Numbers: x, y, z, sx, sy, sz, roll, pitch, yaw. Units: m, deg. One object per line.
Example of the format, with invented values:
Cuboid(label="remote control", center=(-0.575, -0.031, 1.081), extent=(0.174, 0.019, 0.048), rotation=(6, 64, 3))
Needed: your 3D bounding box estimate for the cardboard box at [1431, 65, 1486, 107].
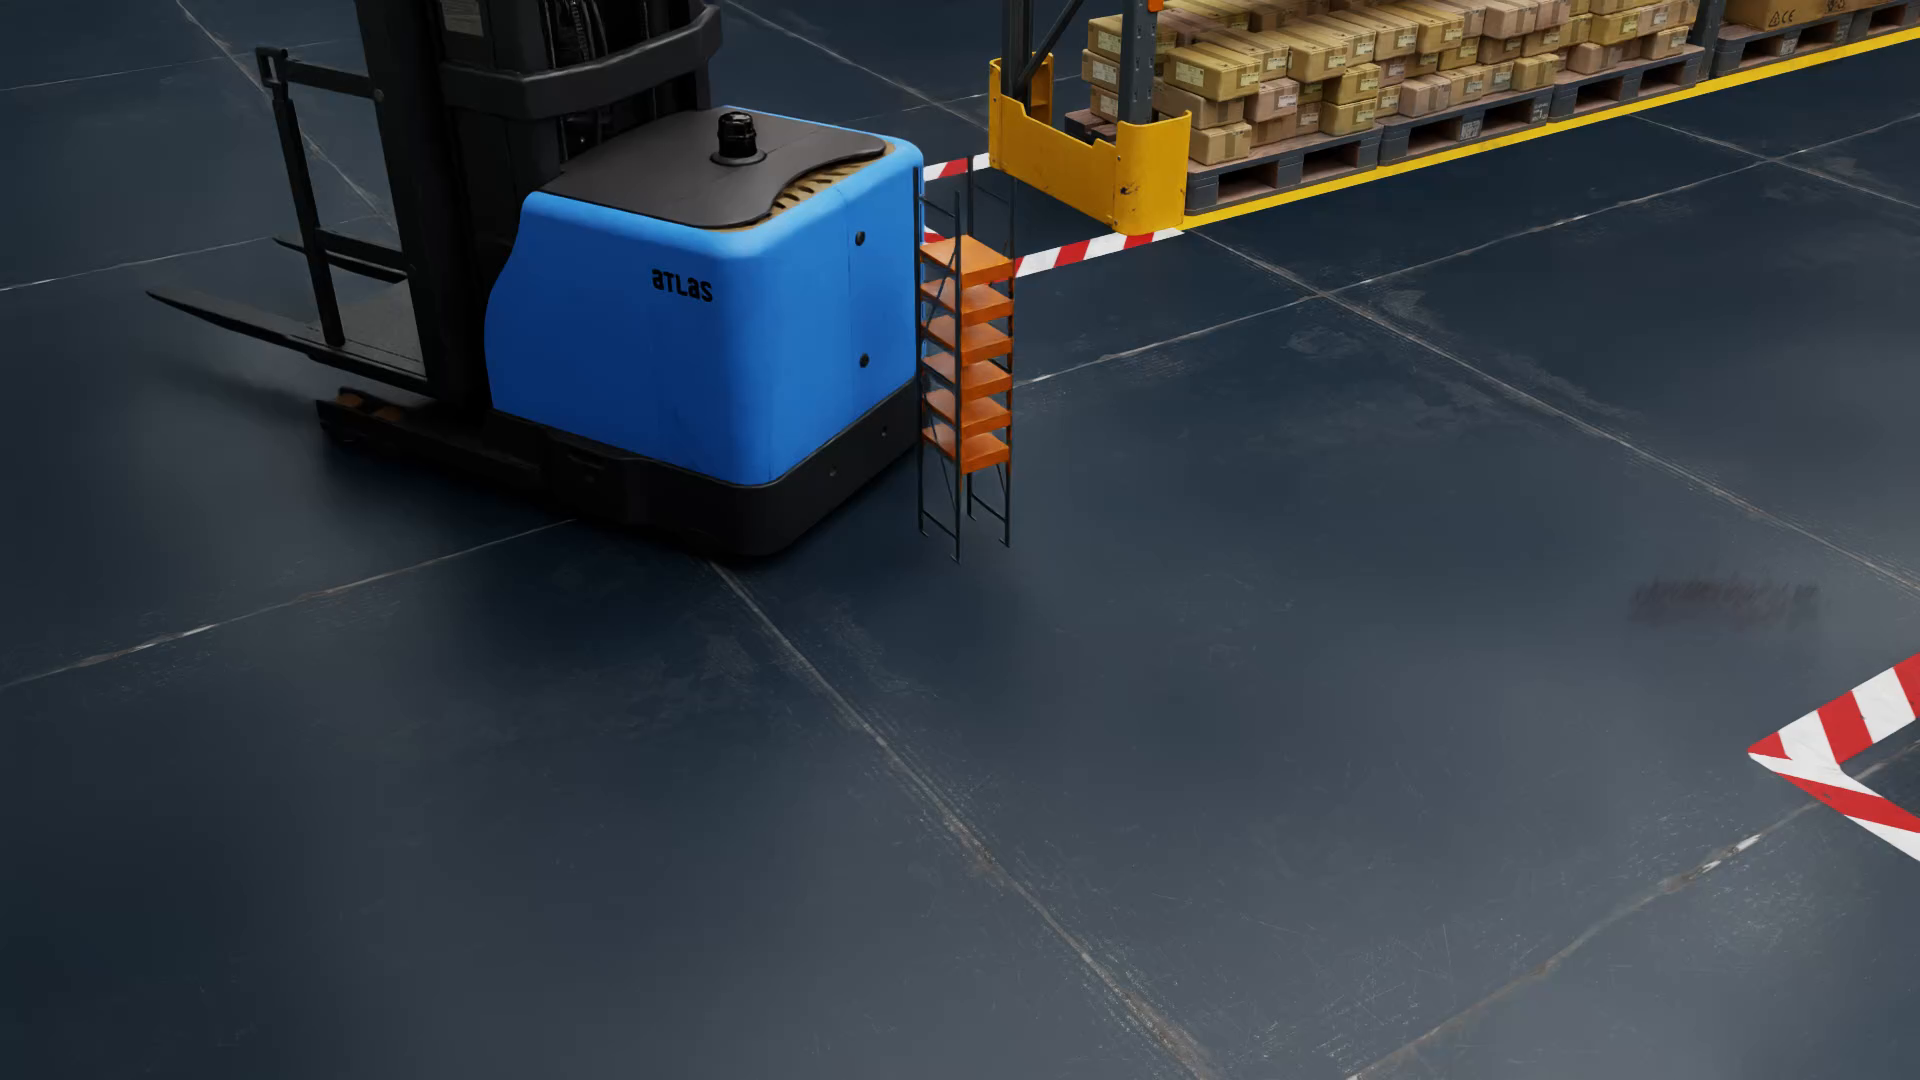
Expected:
Cuboid(label="cardboard box", center=(2.420, -2.328, 8.407), extent=(0.250, 0.149, 0.380), rotation=(-19, 37, -27))

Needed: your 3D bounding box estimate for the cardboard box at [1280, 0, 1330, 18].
Cuboid(label="cardboard box", center=(1.659, -2.713, 8.460), extent=(0.250, 0.149, 0.380), rotation=(-18, 36, -26))

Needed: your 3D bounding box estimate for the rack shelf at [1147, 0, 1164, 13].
Cuboid(label="rack shelf", center=(2.194, -3.169, 8.136), extent=(4.000, 0.370, 1.077), rotation=(-19, 37, -27))

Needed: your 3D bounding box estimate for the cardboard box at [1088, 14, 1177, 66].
Cuboid(label="cardboard box", center=(0.821, -2.385, 7.941), extent=(0.250, 0.149, 0.380), rotation=(-19, 37, -27))

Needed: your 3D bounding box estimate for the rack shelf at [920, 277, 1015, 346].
Cuboid(label="rack shelf", center=(0.012, -0.677, 4.832), extent=(0.180, 0.103, 0.258), rotation=(-19, 37, -27))

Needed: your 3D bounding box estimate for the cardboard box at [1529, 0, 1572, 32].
Cuboid(label="cardboard box", center=(2.881, -2.729, 8.485), extent=(0.250, 0.149, 0.380), rotation=(-21, 38, -30))

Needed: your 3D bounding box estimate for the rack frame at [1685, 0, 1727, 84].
Cuboid(label="rack frame", center=(3.875, -4.051, 8.861), extent=(0.127, 3.000, 1.000), rotation=(-19, 37, -27))

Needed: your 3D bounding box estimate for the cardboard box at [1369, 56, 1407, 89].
Cuboid(label="cardboard box", center=(1.957, -2.338, 8.145), extent=(0.250, 0.149, 0.380), rotation=(-21, 38, -29))

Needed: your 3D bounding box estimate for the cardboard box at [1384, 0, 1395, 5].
Cuboid(label="cardboard box", center=(2.146, -2.828, 8.642), extent=(0.250, 0.149, 0.380), rotation=(-19, 37, -27))

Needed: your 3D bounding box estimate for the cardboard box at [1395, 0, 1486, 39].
Cuboid(label="cardboard box", center=(2.392, -2.623, 8.317), extent=(0.250, 0.149, 0.380), rotation=(-19, 37, -27))

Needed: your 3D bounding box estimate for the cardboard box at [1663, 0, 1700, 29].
Cuboid(label="cardboard box", center=(3.783, -2.915, 9.060), extent=(0.250, 0.149, 0.380), rotation=(-18, 37, -26))

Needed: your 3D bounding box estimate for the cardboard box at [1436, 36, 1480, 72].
Cuboid(label="cardboard box", center=(2.395, -2.509, 8.415), extent=(0.250, 0.149, 0.380), rotation=(-17, 36, -25))

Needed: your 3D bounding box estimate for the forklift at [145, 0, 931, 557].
Cuboid(label="forklift", center=(-1.633, -1.755, 5.284), extent=(3.031, 2.935, 1.130), rotation=(17, 36, 25))

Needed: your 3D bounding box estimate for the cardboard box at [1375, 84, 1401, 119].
Cuboid(label="cardboard box", center=(1.945, -2.203, 8.210), extent=(0.250, 0.149, 0.380), rotation=(-19, 37, -27))

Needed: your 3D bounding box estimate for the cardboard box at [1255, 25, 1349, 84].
Cuboid(label="cardboard box", center=(1.585, -2.267, 7.753), extent=(0.250, 0.149, 0.380), rotation=(-19, 37, -27))

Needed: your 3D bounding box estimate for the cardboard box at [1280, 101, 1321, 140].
Cuboid(label="cardboard box", center=(1.508, -2.062, 7.986), extent=(0.250, 0.149, 0.380), rotation=(-19, 37, -27))

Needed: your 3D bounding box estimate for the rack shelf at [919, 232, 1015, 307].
Cuboid(label="rack shelf", center=(0.012, -0.779, 4.768), extent=(0.180, 0.103, 0.258), rotation=(-19, 37, -27))

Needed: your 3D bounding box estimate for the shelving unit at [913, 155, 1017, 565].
Cuboid(label="shelving unit", center=(0.012, -0.512, 4.937), extent=(0.189, 1.200, 0.258), rotation=(-19, 37, -27))

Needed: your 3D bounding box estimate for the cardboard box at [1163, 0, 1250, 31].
Cuboid(label="cardboard box", center=(1.212, -2.564, 8.224), extent=(0.250, 0.149, 0.380), rotation=(-20, 37, -28))

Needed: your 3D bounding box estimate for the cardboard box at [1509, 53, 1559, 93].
Cuboid(label="cardboard box", center=(2.860, -2.458, 8.613), extent=(0.250, 0.149, 0.380), rotation=(-19, 37, -27))

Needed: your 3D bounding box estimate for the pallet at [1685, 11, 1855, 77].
Cuboid(label="pallet", center=(4.529, -3.098, 9.963), extent=(1.213, 0.211, 1.003), rotation=(-19, 37, -27))

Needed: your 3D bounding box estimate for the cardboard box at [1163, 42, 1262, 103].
Cuboid(label="cardboard box", center=(1.138, -2.118, 7.516), extent=(0.250, 0.149, 0.380), rotation=(-21, 38, -29))

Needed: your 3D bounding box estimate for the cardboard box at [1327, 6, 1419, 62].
Cuboid(label="cardboard box", center=(1.987, -2.451, 8.045), extent=(0.250, 0.149, 0.380), rotation=(-17, 36, -25))

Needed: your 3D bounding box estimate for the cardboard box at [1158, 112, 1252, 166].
Cuboid(label="cardboard box", center=(1.127, -1.875, 7.689), extent=(0.250, 0.149, 0.380), rotation=(-18, 37, -26))

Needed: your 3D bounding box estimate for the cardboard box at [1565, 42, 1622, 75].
Cuboid(label="cardboard box", center=(3.279, -2.614, 8.861), extent=(0.250, 0.149, 0.380), rotation=(-20, 38, -29))

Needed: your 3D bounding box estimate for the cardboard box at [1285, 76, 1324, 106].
Cuboid(label="cardboard box", center=(1.511, -2.193, 7.915), extent=(0.250, 0.149, 0.380), rotation=(-18, 37, -27))

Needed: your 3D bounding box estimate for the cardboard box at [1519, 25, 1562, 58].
Cuboid(label="cardboard box", center=(2.879, -2.635, 8.616), extent=(0.250, 0.149, 0.380), rotation=(-18, 36, -26))

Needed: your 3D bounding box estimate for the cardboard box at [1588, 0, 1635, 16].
Cuboid(label="cardboard box", center=(3.318, -2.888, 8.738), extent=(0.250, 0.149, 0.380), rotation=(-19, 37, -28))

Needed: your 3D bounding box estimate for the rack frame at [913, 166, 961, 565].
Cuboid(label="rack frame", center=(-0.065, -0.485, 4.895), extent=(0.006, 1.200, 0.240), rotation=(-19, 37, -27))

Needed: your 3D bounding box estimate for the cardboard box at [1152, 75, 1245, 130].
Cuboid(label="cardboard box", center=(1.093, -2.029, 7.655), extent=(0.250, 0.149, 0.380), rotation=(-17, 36, -25))

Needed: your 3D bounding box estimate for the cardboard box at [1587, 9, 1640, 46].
Cuboid(label="cardboard box", center=(3.346, -2.746, 8.792), extent=(0.250, 0.149, 0.380), rotation=(-20, 38, -29))

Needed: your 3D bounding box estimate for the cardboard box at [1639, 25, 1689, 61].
Cuboid(label="cardboard box", center=(3.730, -2.757, 9.088), extent=(0.250, 0.149, 0.380), rotation=(-18, 37, -27))

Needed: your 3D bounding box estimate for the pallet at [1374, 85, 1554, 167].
Cuboid(label="pallet", center=(2.303, -2.307, 8.709), extent=(1.213, 0.211, 1.003), rotation=(-19, 37, -27))

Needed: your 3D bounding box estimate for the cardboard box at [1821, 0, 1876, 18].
Cuboid(label="cardboard box", center=(5.084, -3.420, 9.810), extent=(0.500, 0.500, 0.500), rotation=(-17, 36, -25))

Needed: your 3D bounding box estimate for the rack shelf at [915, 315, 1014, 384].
Cuboid(label="rack shelf", center=(0.012, -0.576, 4.896), extent=(0.180, 0.103, 0.258), rotation=(-19, 37, -27))
